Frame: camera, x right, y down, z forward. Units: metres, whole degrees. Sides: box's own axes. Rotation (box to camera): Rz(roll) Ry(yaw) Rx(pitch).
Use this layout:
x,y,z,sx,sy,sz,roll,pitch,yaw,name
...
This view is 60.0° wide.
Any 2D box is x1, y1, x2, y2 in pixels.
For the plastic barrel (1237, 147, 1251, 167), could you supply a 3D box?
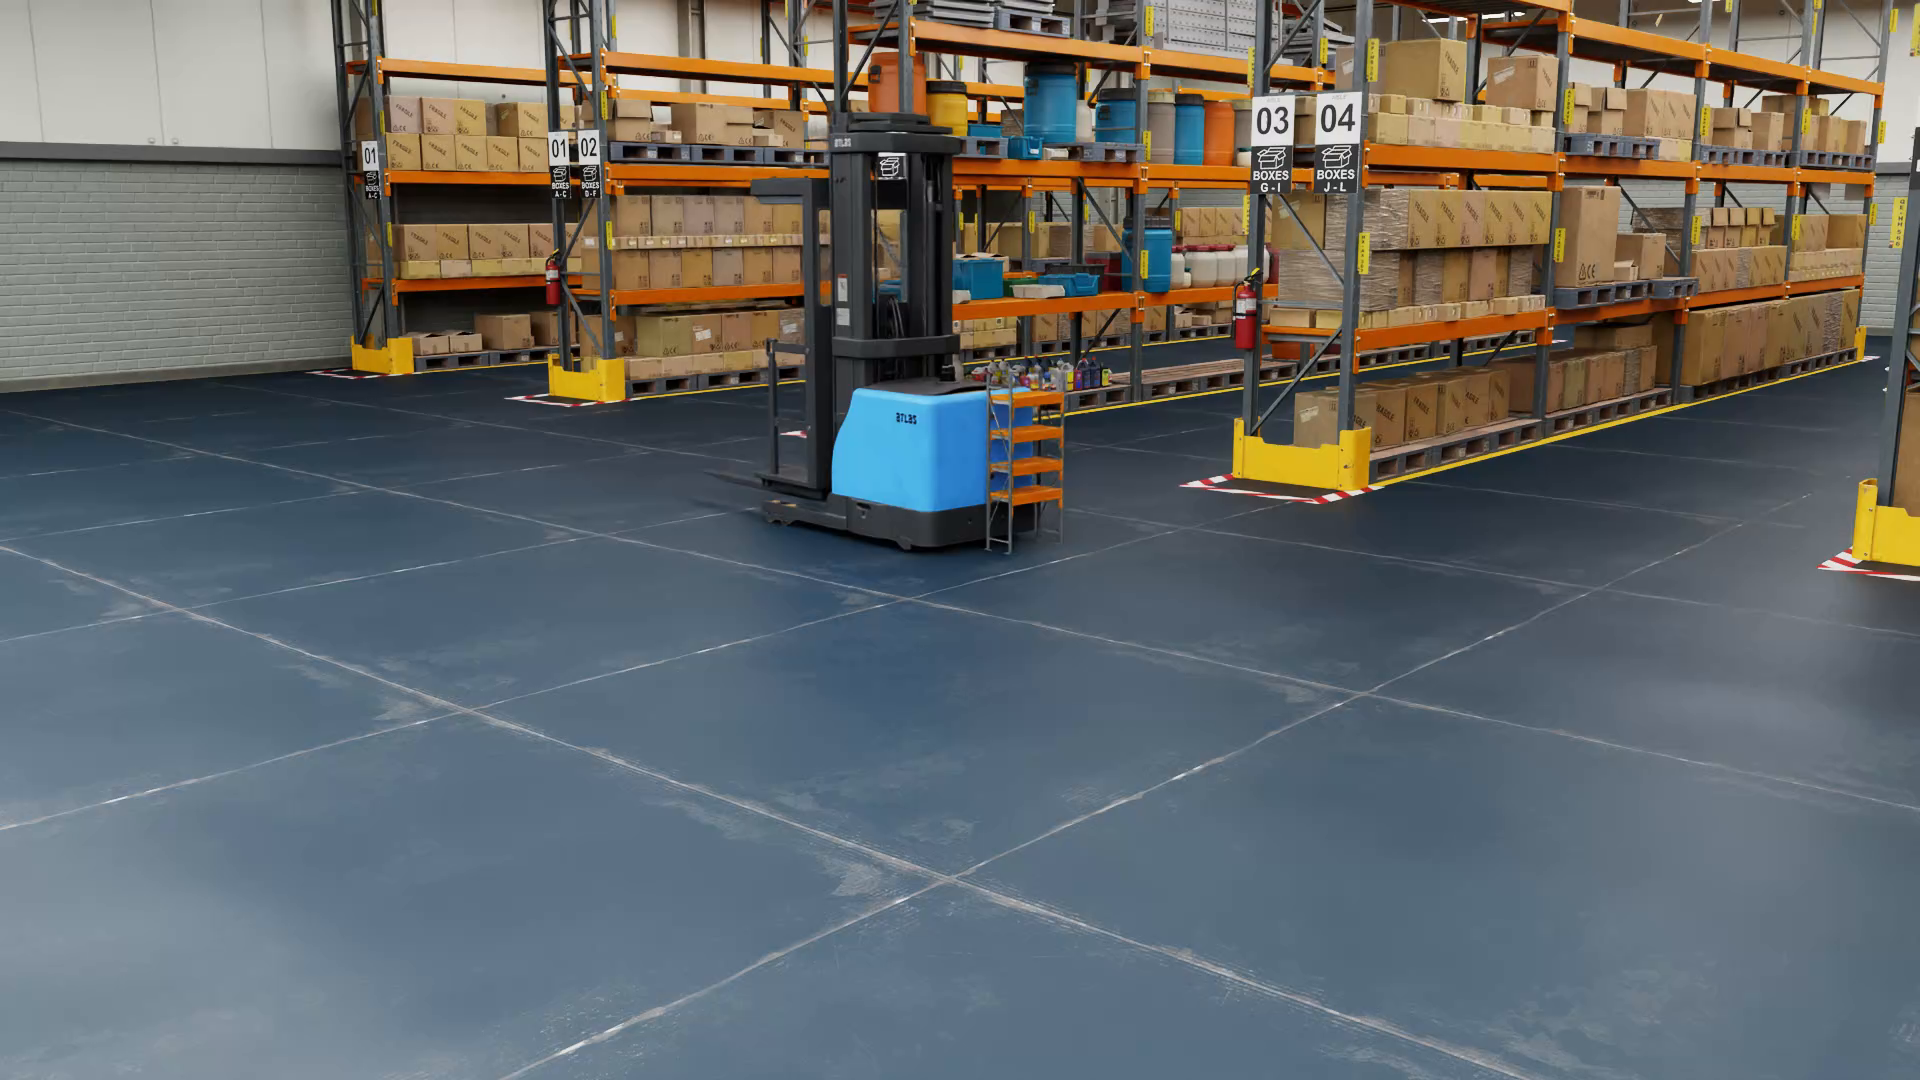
x,y,z,sx,sy,sz,roll,pitch,yaw,name
3.743,-4.962,21.592,0.301,0.262,0.301,0,11,0,plastic barrel

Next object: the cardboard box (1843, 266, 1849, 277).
x,y,z,sx,sy,sz,roll,pitch,yaw,name
12.918,-3.983,24.636,0.380,0.149,0.250,10,15,41,cardboard box

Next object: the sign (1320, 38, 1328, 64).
x,y,z,sx,sy,sz,roll,pitch,yaw,name
4.825,-6.490,22.054,0.100,0.325,0.005,10,15,40,sign

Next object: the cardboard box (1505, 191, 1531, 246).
x,y,z,sx,sy,sz,roll,pitch,yaw,name
5.068,-3.057,15.792,0.500,0.500,0.500,10,15,40,cardboard box

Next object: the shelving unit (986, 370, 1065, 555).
x,y,z,sx,sy,sz,roll,pitch,yaw,name
0.445,-0.536,11.331,0.503,1.200,0.258,-10,15,-41,shelving unit

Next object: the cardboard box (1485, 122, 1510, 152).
x,y,z,sx,sy,sz,roll,pitch,yaw,name
4.698,-3.693,15.267,0.500,0.250,0.500,10,15,40,cardboard box

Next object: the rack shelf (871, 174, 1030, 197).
x,y,z,sx,sy,sz,roll,pitch,yaw,name
-0.631,-5.241,24.473,1.077,0.370,4.000,10,15,40,rack shelf

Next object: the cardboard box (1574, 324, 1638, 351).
x,y,z,sx,sy,sz,roll,pitch,yaw,name
7.366,-2.312,18.972,0.500,0.250,0.500,-10,15,-41,cardboard box

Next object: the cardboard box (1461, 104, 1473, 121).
x,y,z,sx,sy,sz,roll,pitch,yaw,name
4.380,-3.832,14.948,0.380,0.149,0.250,9,14,38,cardboard box

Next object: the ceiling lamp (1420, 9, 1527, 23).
x,y,z,sx,sy,sz,roll,pitch,yaw,name
9.619,-11.470,31.258,2.000,3.185,0.800,10,15,40,ceiling lamp

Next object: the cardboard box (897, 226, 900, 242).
x,y,z,sx,sy,sz,roll,pitch,yaw,name
-1.177,-5.601,31.029,0.500,0.500,0.500,10,15,40,cardboard box

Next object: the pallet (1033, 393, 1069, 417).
x,y,z,sx,sy,sz,roll,pitch,yaw,name
0.487,-1.547,18.917,1.003,0.211,1.213,10,15,40,pallet

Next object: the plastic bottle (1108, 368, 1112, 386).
x,y,z,sx,sy,sz,roll,pitch,yaw,name
1.762,-1.938,19.776,0.097,0.201,0.097,0,11,0,plastic bottle

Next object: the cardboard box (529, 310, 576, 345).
x,y,z,sx,sy,sz,roll,pitch,yaw,name
-6.330,-3.301,25.838,0.500,0.500,0.500,8,14,36,cardboard box

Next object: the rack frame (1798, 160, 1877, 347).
x,y,z,sx,sy,sz,roll,pitch,yaw,name
13.409,-4.313,25.647,1.000,3.000,0.127,10,15,40,rack frame

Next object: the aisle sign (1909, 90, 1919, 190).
x,y,z,sx,sy,sz,roll,pitch,yaw,name
6.234,-2.606,10.464,0.394,0.787,0.004,10,15,40,aisle sign

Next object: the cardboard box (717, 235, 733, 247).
x,y,z,sx,sy,sz,roll,pitch,yaw,name
-3.156,-3.863,21.485,0.380,0.149,0.250,10,15,41,cardboard box

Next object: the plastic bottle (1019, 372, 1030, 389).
x,y,z,sx,sy,sz,roll,pitch,yaw,name
0.721,-1.741,18.579,0.061,0.283,0.133,10,15,41,plastic bottle

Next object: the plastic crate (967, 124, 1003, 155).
x,y,z,sx,sy,sz,roll,pitch,yaw,name
0.159,-4.382,18.375,0.392,0.384,0.575,10,15,40,plastic crate

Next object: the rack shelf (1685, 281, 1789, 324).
x,y,z,sx,sy,sz,roll,pitch,yaw,name
9.448,-3.078,21.298,1.077,0.370,4.000,10,15,40,rack shelf

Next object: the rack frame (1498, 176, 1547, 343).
x,y,z,sx,sy,sz,roll,pitch,yaw,name
9.688,-4.953,28.853,1.000,3.000,0.127,10,15,40,rack frame

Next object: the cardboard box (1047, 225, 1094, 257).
x,y,z,sx,sy,sz,roll,pitch,yaw,name
1.767,-4.890,27.206,0.500,0.500,0.700,-9,14,-37,cardboard box

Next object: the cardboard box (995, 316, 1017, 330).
x,y,z,sx,sy,sz,roll,pitch,yaw,name
0.528,-3.441,25.798,0.500,0.311,0.500,10,15,42,cardboard box

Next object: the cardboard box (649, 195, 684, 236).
x,y,z,sx,sy,sz,roll,pitch,yaw,name
-3.896,-4.079,20.905,0.700,0.500,0.500,9,15,39,cardboard box

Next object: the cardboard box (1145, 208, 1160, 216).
x,y,z,sx,sy,sz,roll,pitch,yaw,name
3.469,-5.653,29.549,0.500,0.500,0.500,10,15,41,cardboard box

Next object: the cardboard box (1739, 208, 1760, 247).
x,y,z,sx,sy,sz,roll,pitch,yaw,name
9.891,-4.071,21.619,0.797,0.503,0.637,10,15,41,cardboard box

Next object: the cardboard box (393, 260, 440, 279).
x,y,z,sx,sy,sz,roll,pitch,yaw,name
-7.755,-3.847,23.647,0.500,0.250,0.500,9,15,39,cardboard box

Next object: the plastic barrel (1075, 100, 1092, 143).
x,y,z,sx,sy,sz,roll,pitch,yaw,name
1.335,-4.882,19.478,0.421,0.512,0.421,0,11,0,plastic barrel

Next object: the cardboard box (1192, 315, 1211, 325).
x,y,z,sx,sy,sz,roll,pitch,yaw,name
4.333,-3.995,30.163,0.380,0.166,0.250,10,15,40,cardboard box

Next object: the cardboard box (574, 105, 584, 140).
x,y,z,sx,sy,sz,roll,pitch,yaw,name
-5.802,-6.380,25.479,0.500,0.500,0.500,8,14,36,cardboard box

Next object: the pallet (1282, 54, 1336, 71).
x,y,z,sx,sy,sz,roll,pitch,yaw,name
4.907,-6.532,22.942,1.213,0.211,1.003,10,15,40,pallet

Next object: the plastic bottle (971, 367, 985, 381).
x,y,z,sx,sy,sz,roll,pitch,yaw,name
0.197,-1.840,19.096,0.152,0.276,0.135,10,15,41,plastic bottle

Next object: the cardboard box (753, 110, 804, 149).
x,y,z,sx,sy,sz,roll,pitch,yaw,name
-2.482,-5.583,22.664,0.500,0.500,0.500,-11,15,-43,cardboard box

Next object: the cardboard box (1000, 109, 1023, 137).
x,y,z,sx,sy,sz,roll,pitch,yaw,name
0.982,-6.491,26.085,0.500,0.500,0.500,10,15,40,cardboard box

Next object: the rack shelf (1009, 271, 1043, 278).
x,y,z,sx,sy,sz,roll,pitch,yaw,name
2.009,-4.359,27.713,1.077,0.370,4.000,10,15,40,rack shelf

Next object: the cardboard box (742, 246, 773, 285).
x,y,z,sx,sy,sz,roll,pitch,yaw,name
-2.917,-3.660,22.123,0.700,0.500,0.500,10,15,41,cardboard box

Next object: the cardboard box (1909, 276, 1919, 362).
x,y,z,sx,sy,sz,roll,pitch,yaw,name
6.717,-1.437,10.864,0.875,0.550,0.550,10,15,40,cardboard box

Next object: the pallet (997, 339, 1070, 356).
x,y,z,sx,sy,sz,roll,pitch,yaw,name
1.210,-3.155,26.968,1.003,0.211,1.213,10,15,40,pallet

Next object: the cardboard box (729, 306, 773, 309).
x,y,z,sx,sy,sz,roll,pitch,yaw,name
-2.817,-2.952,22.866,0.500,0.500,0.500,10,15,40,cardboard box

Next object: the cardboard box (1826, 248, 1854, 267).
x,y,z,sx,sy,sz,roll,pitch,yaw,name
12.953,-4.205,24.731,0.500,0.250,0.500,9,15,39,cardboard box

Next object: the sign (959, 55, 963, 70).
x,y,z,sx,sy,sz,roll,pitch,yaw,name
0.022,-9.016,31.291,0.100,0.325,0.005,10,15,40,sign

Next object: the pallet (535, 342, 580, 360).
x,y,z,sx,sy,sz,roll,pitch,yaw,name
-6.092,-2.998,26.183,1.003,0.211,1.213,10,15,40,pallet

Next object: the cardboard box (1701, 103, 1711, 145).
x,y,z,sx,sy,sz,roll,pitch,yaw,name
8.477,-4.963,19.905,0.797,0.503,0.637,11,16,44,cardboard box

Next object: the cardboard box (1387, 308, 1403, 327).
x,y,z,sx,sy,sz,roll,pitch,yaw,name
3.570,-1.916,14.288,0.380,0.149,0.250,10,15,40,cardboard box

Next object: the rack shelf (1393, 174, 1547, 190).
x,y,z,sx,sy,sz,roll,pitch,yaw,name
8.368,-5.777,27.157,1.077,0.370,4.000,10,15,40,rack shelf

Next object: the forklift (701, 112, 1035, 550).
x,y,z,sx,sy,sz,roll,pitch,yaw,name
-0.827,-1.598,12.229,1.130,2.935,3.031,-10,15,-41,forklift

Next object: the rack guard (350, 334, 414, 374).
x,y,z,sx,sy,sz,roll,pitch,yaw,name
-8.265,-2.666,23.781,1.175,0.500,0.348,10,15,40,rack guard

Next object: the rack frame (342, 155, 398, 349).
x,y,z,sx,sy,sz,roll,pitch,yaw,name
-8.315,-3.880,23.481,1.000,3.000,0.127,10,15,40,rack frame

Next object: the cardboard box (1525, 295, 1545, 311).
x,y,z,sx,sy,sz,roll,pitch,yaw,name
5.567,-2.355,16.484,0.380,0.149,0.250,10,15,40,cardboard box

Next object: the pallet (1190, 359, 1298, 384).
x,y,z,sx,sy,sz,roll,pitch,yaw,name
3.867,-2.300,22.688,1.003,0.211,1.213,10,15,40,pallet

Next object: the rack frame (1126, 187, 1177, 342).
x,y,z,sx,sy,sz,roll,pitch,yaw,name
3.330,-5.006,29.116,1.000,3.000,0.127,10,15,40,rack frame

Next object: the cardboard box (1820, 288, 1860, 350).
x,y,z,sx,sy,sz,roll,pitch,yaw,name
13.047,-3.373,25.291,0.875,0.875,0.875,10,15,40,cardboard box

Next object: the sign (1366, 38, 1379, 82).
x,y,z,sx,sy,sz,roll,pitch,yaw,name
3.255,-3.789,13.131,0.100,0.325,0.005,10,15,40,sign

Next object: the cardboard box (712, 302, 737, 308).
x,y,z,sx,sy,sz,roll,pitch,yaw,name
-4.204,-3.797,28.323,0.700,0.500,0.500,10,15,40,cardboard box
